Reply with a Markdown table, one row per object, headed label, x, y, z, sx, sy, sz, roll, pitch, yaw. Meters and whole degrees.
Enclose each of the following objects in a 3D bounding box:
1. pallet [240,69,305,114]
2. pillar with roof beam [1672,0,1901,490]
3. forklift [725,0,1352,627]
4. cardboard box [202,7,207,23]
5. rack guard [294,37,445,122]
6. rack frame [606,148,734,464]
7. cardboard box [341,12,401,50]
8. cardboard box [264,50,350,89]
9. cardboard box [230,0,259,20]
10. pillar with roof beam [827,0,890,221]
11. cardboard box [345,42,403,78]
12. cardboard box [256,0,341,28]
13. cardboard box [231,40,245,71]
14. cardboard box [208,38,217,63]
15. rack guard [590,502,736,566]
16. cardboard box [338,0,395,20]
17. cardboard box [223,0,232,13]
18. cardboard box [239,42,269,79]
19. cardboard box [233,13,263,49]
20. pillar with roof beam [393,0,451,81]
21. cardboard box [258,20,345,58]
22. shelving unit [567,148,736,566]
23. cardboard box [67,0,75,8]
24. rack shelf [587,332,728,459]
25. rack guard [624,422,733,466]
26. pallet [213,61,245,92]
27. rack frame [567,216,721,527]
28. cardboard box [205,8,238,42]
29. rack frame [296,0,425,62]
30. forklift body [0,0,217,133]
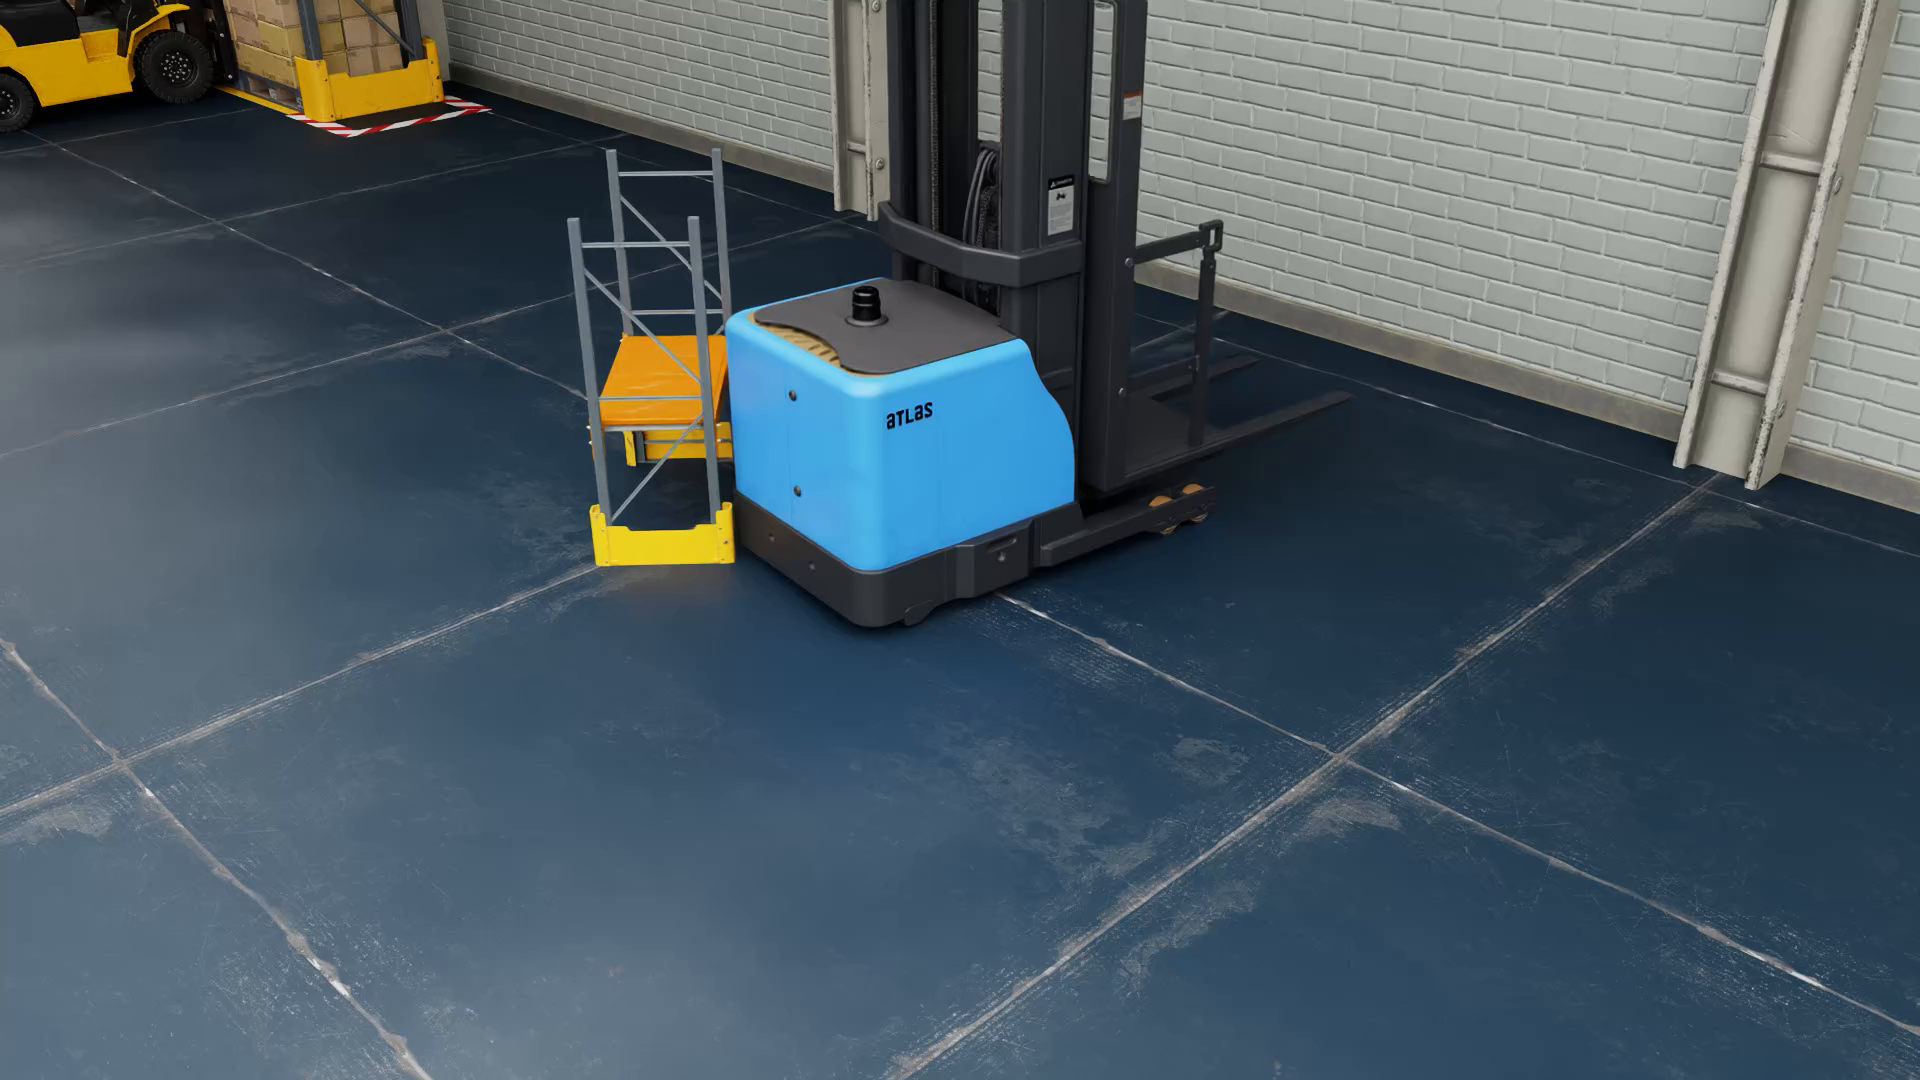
| label | x | y | z | sx | sy | sz | roll | pitch | yaw |
| --- | --- | --- | --- | --- | --- | --- | --- | --- | --- |
| pallet | -5.623 | -4.062 | 14.748 | 1.213 | 0.211 | 1.003 | 25 | 36 | 38 |
| pillar with roof beam | 0.626 | -2.898 | 3.092 | 0.400 | 9.000 | 9.100 | 25 | 36 | 38 |
| forklift | 0.517 | -1.499 | 6.951 | 3.031 | 2.935 | 1.130 | -20 | 34 | -33 |
| cardboard box | -6.702 | -4.799 | 15.119 | 0.500 | 0.250 | 0.500 | 24 | 36 | 38 |
| rack guard | -5.031 | -3.946 | 14.217 | 0.348 | 0.500 | 1.175 | 25 | 36 | 38 |
| rack frame | -1.295 | -1.042 | 7.619 | 0.500 | 1.500 | 0.032 | -1 | 28 | -2 |
| cardboard box | -5.238 | -4.473 | 14.499 | 0.500 | 0.250 | 0.500 | -25 | 36 | -38 |
| cardboard box | -5.605 | -4.078 | 14.285 | 0.500 | 0.250 | 0.500 | 25 | 37 | 39 |
| cardboard box | -5.963 | -4.683 | 14.362 | 0.500 | 0.250 | 0.500 | -25 | 36 | -38 |
| pillar with roof beam | -3.653 | -4.855 | 6.815 | 0.400 | 9.000 | 9.100 | 25 | 36 | 38 |
| cardboard box | -5.261 | -4.254 | 14.621 | 0.500 | 0.250 | 0.500 | 25 | 37 | 39 |
| cardboard box | -5.595 | -4.518 | 14.049 | 0.500 | 0.250 | 0.500 | -24 | 36 | -38 |
| cardboard box | -6.303 | -4.409 | 14.916 | 0.500 | 0.250 | 0.500 | -25 | 37 | -39 |
| cardboard box | -6.689 | -4.571 | 15.224 | 0.500 | 0.250 | 0.500 | -24 | 36 | -38 |
| rack guard | -1.252 | -0.025 | 7.028 | 0.587 | 0.250 | 0.087 | -1 | 28 | -2 |
| cardboard box | -5.258 | -4.691 | 14.378 | 0.500 | 0.250 | 0.500 | 24 | 36 | 38 |
| cardboard box | -6.330 | -4.844 | 14.669 | 0.500 | 0.250 | 0.500 | -25 | 37 | -39 |
| cardboard box | -5.953 | -4.243 | 14.599 | 0.500 | 0.250 | 0.500 | 25 | 36 | 38 |
| cardboard box | -5.965 | -4.473 | 14.499 | 0.500 | 0.250 | 0.500 | 24 | 36 | 38 |
| pillar with roof beam | -7.931 | -6.813 | 10.538 | 0.400 | 9.000 | 9.100 | 25 | 36 | 38 |
| cardboard box | -5.614 | -4.305 | 14.181 | 0.500 | 0.250 | 0.500 | 24 | 36 | 38 |
| shelving unit | -1.273 | -0.809 | 7.178 | 0.587 | 1.500 | 1.083 | -1 | 28 | -2 |
| cardboard box | -8.828 | -5.923 | 17.391 | 0.625 | 0.625 | 0.875 | 24 | 36 | 38 |
| rack shelf | -1.273 | -0.646 | 7.253 | 0.538 | 0.185 | 1.000 | -1 | 28 | -2 |
| rack guard | -1.295 | -0.488 | 7.909 | 0.587 | 0.250 | 0.087 | -1 | 28 | -2 |
| pallet | -6.489 | -4.460 | 15.505 | 1.213 | 0.211 | 1.003 | 25 | 36 | 38 |
| rack frame | -1.251 | -0.569 | 6.720 | 0.500 | 1.500 | 0.032 | -1 | 28 | -2 |
| cardboard box | -6.347 | -4.634 | 14.806 | 0.500 | 0.250 | 0.500 | 24 | 36 | 37 |
| rack frame | -5.048 | -5.060 | 13.651 | 0.127 | 3.000 | 1.000 | 25 | 36 | 38 |
| forklift body | -7.679 | -4.698 | 13.873 | 1.214 | 2.155 | 2.313 | 25 | 36 | 38 |
